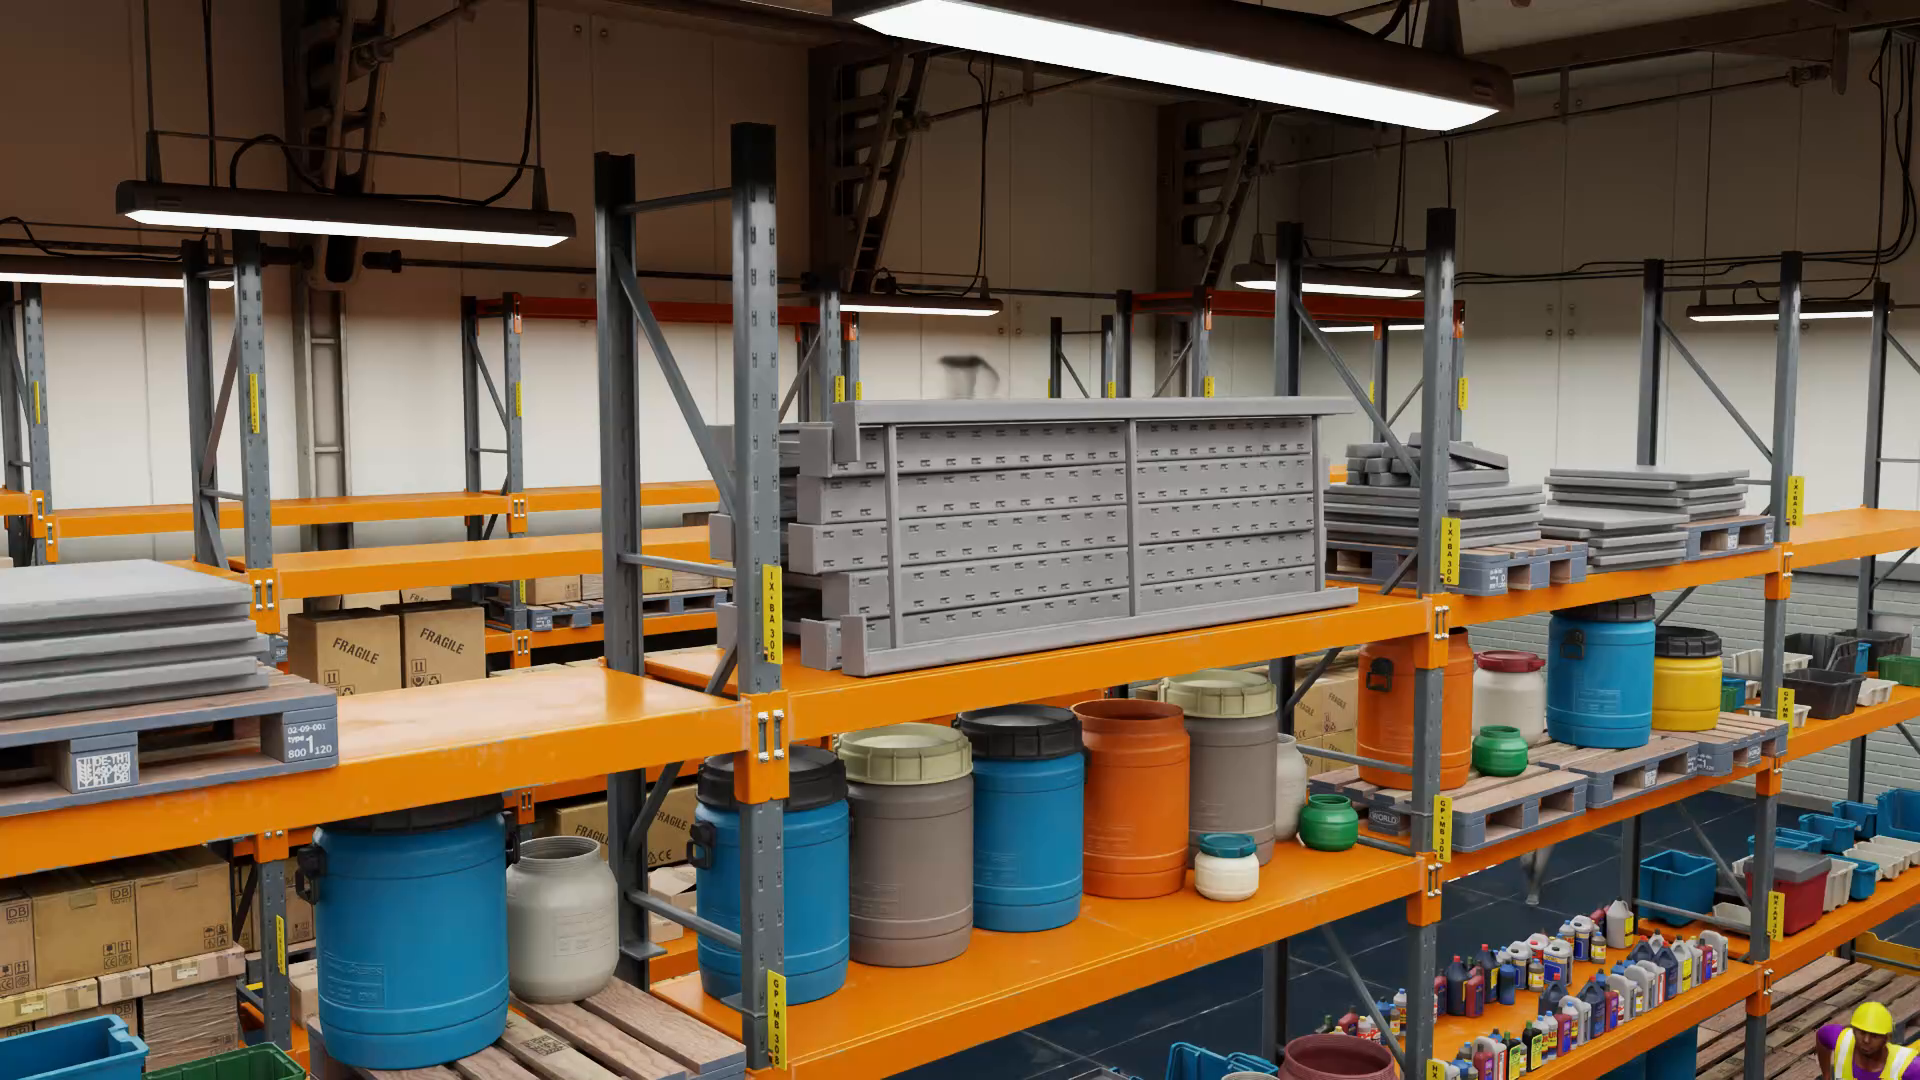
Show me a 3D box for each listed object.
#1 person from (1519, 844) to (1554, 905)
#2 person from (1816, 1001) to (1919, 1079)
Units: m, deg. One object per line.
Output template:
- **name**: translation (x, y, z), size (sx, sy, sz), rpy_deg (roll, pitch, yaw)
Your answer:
- **person**: translation (5.662, 2.811, 16.332), size (0.580, 1.625, 0.569), rpy_deg (2, 6, 21)
- **person**: translation (5.193, 3.420, 9.441), size (0.687, 1.753, 0.943), rpy_deg (4, 7, 36)
